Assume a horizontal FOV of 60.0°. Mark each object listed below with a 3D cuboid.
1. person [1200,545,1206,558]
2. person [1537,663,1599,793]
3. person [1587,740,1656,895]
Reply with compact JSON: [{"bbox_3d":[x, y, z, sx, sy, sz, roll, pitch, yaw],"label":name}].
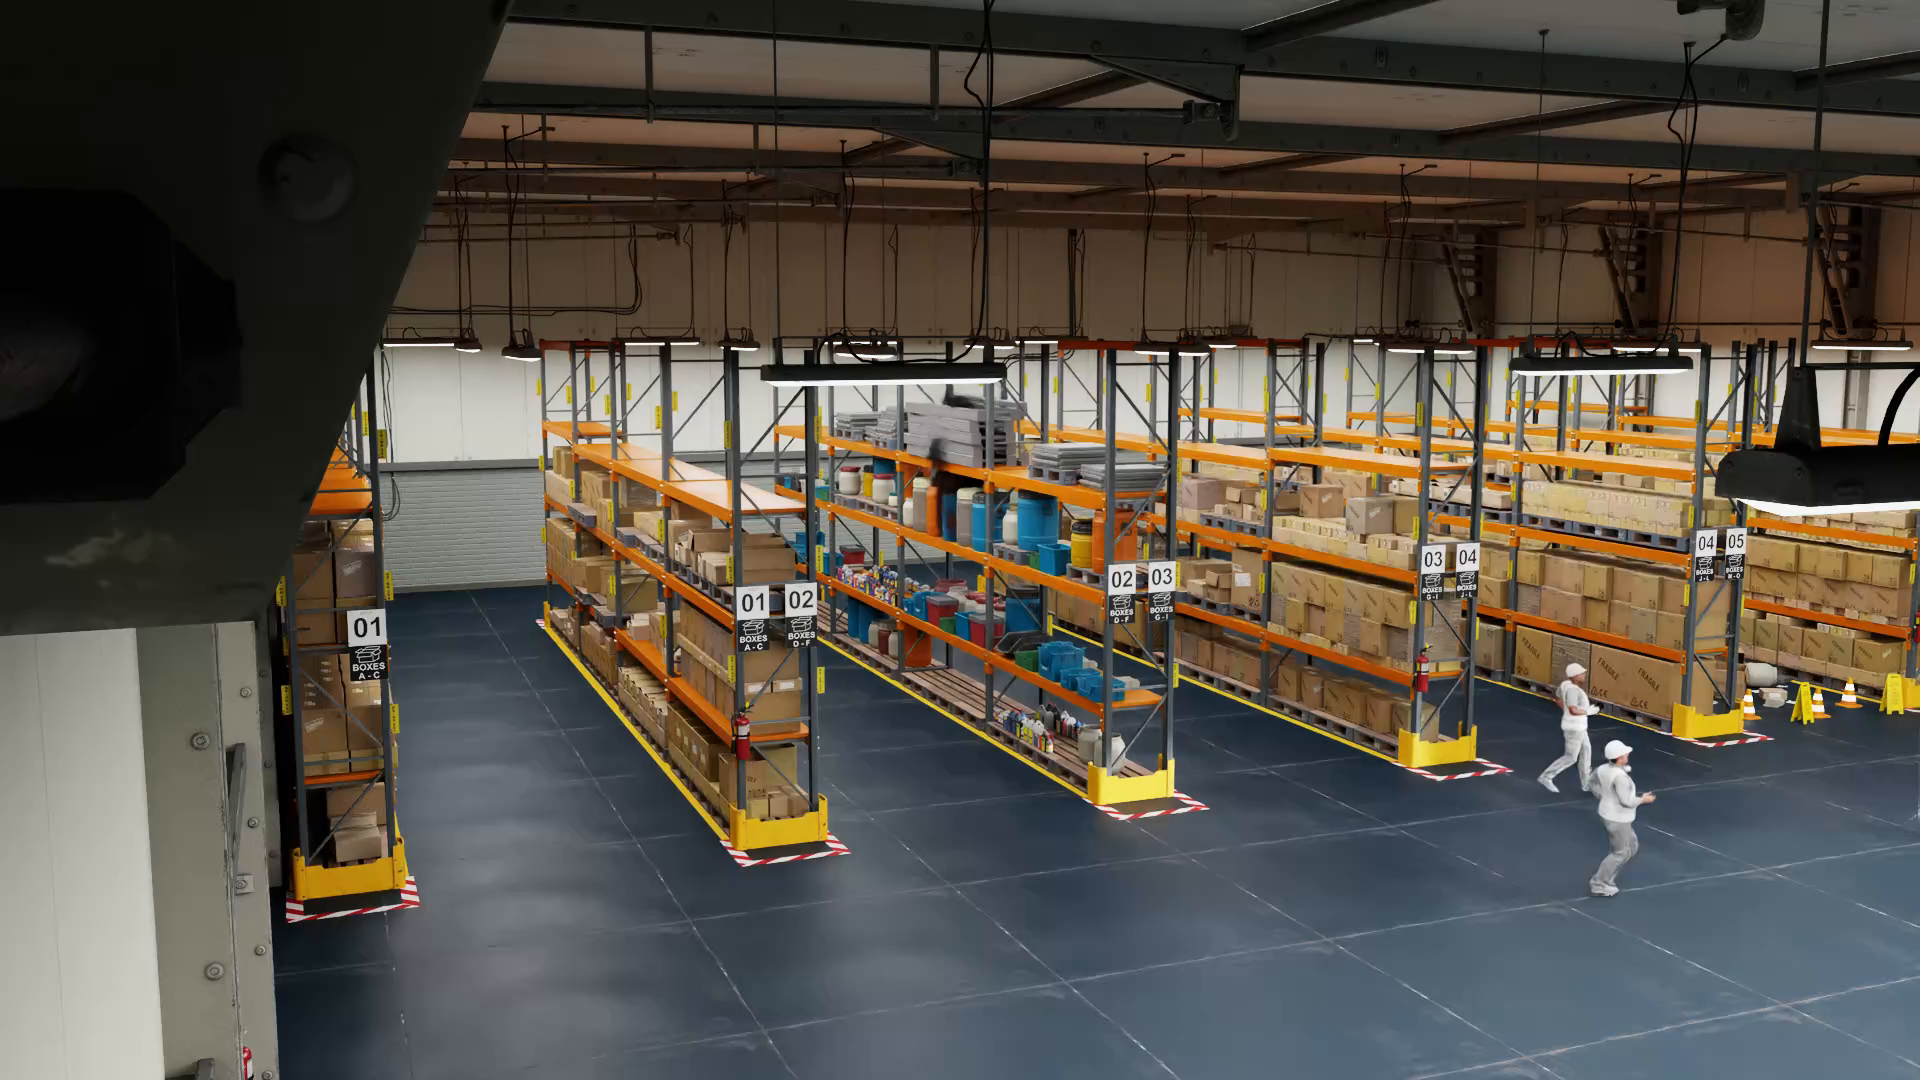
[{"bbox_3d":[6.096,0.089,41.804,0.607,1.605,0.678,5,9,33],"label":"person"},{"bbox_3d":[8.222,2.547,22.261,0.871,1.808,0.672,3,8,19],"label":"person"},{"bbox_3d":[7.320,3.079,18.407,0.647,1.767,0.642,0,7,3],"label":"person"}]
